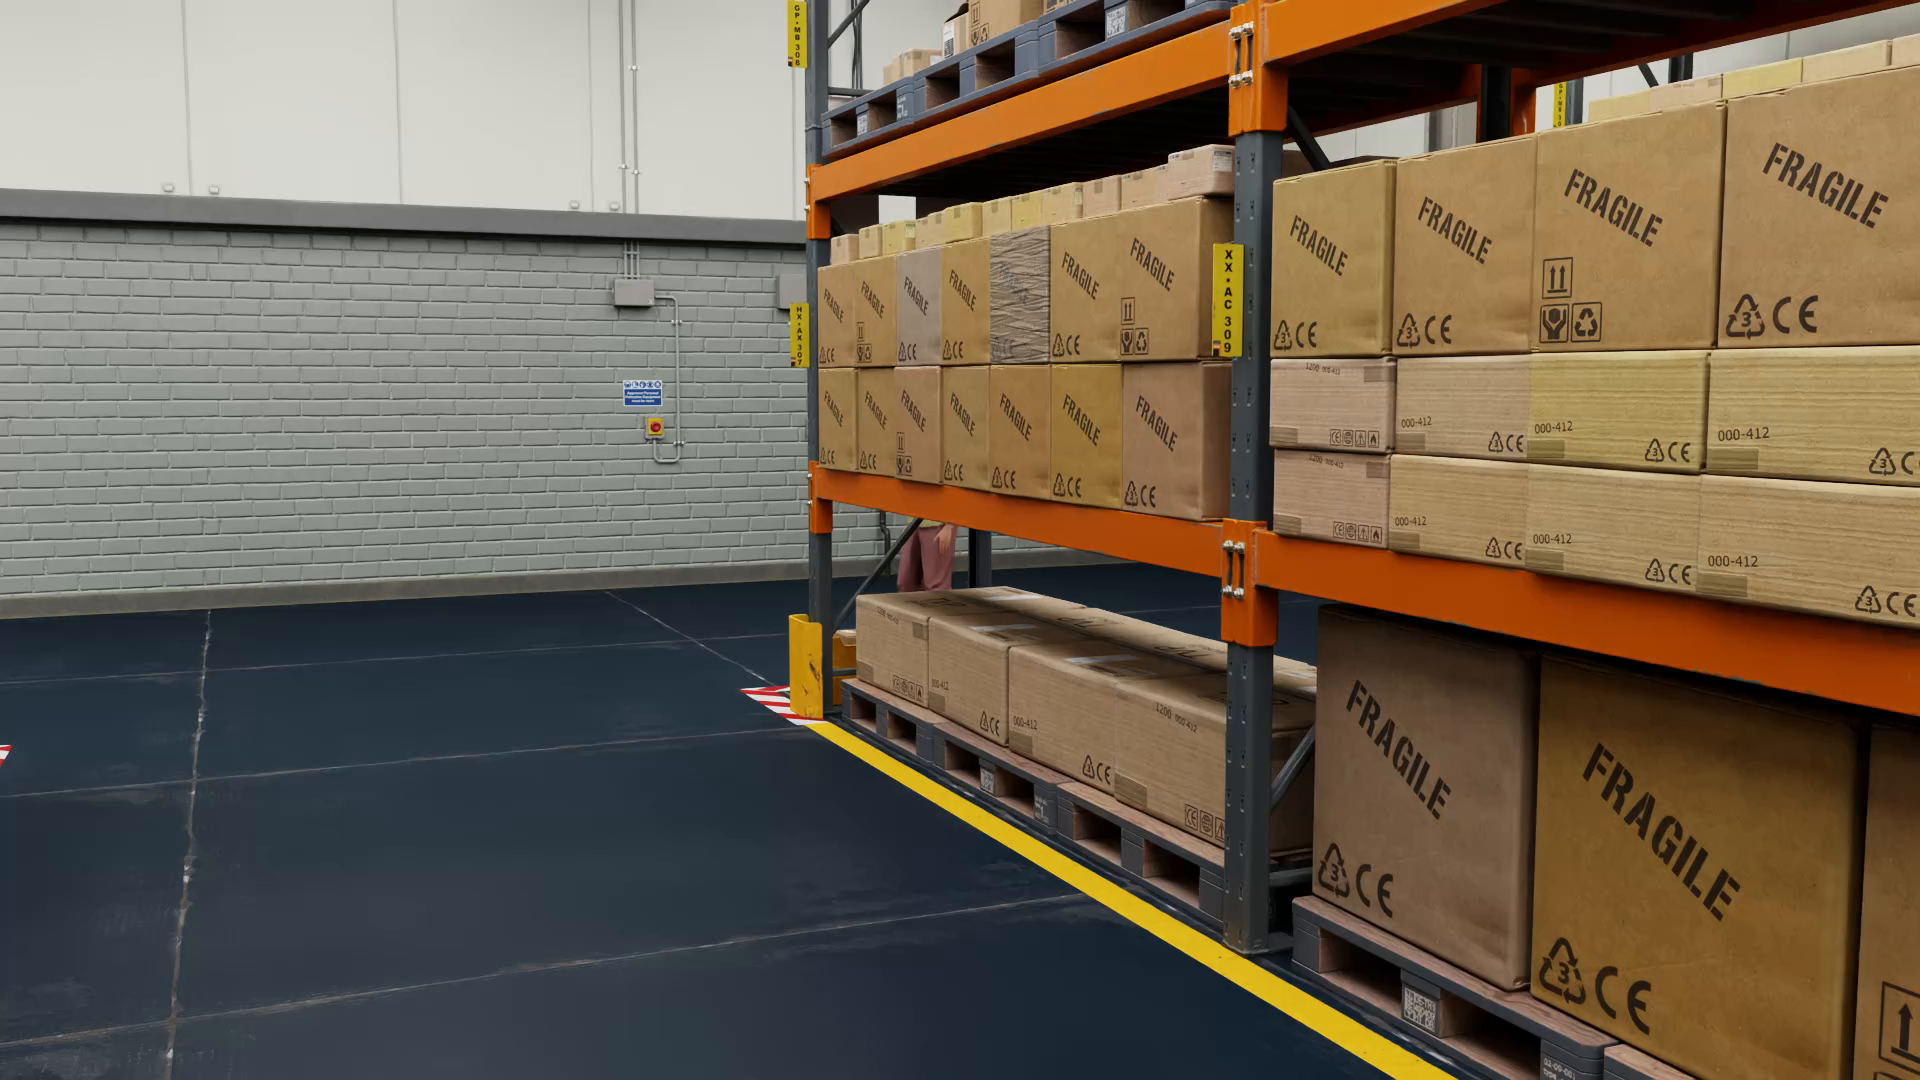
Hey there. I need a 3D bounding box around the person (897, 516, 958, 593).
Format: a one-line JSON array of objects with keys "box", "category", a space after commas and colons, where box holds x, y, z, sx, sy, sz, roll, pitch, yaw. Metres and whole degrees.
[{"box": [-0.157, -0.063, 10.037, 0.432, 1.680, 0.454, -3, 6, -26], "category": "person"}]
